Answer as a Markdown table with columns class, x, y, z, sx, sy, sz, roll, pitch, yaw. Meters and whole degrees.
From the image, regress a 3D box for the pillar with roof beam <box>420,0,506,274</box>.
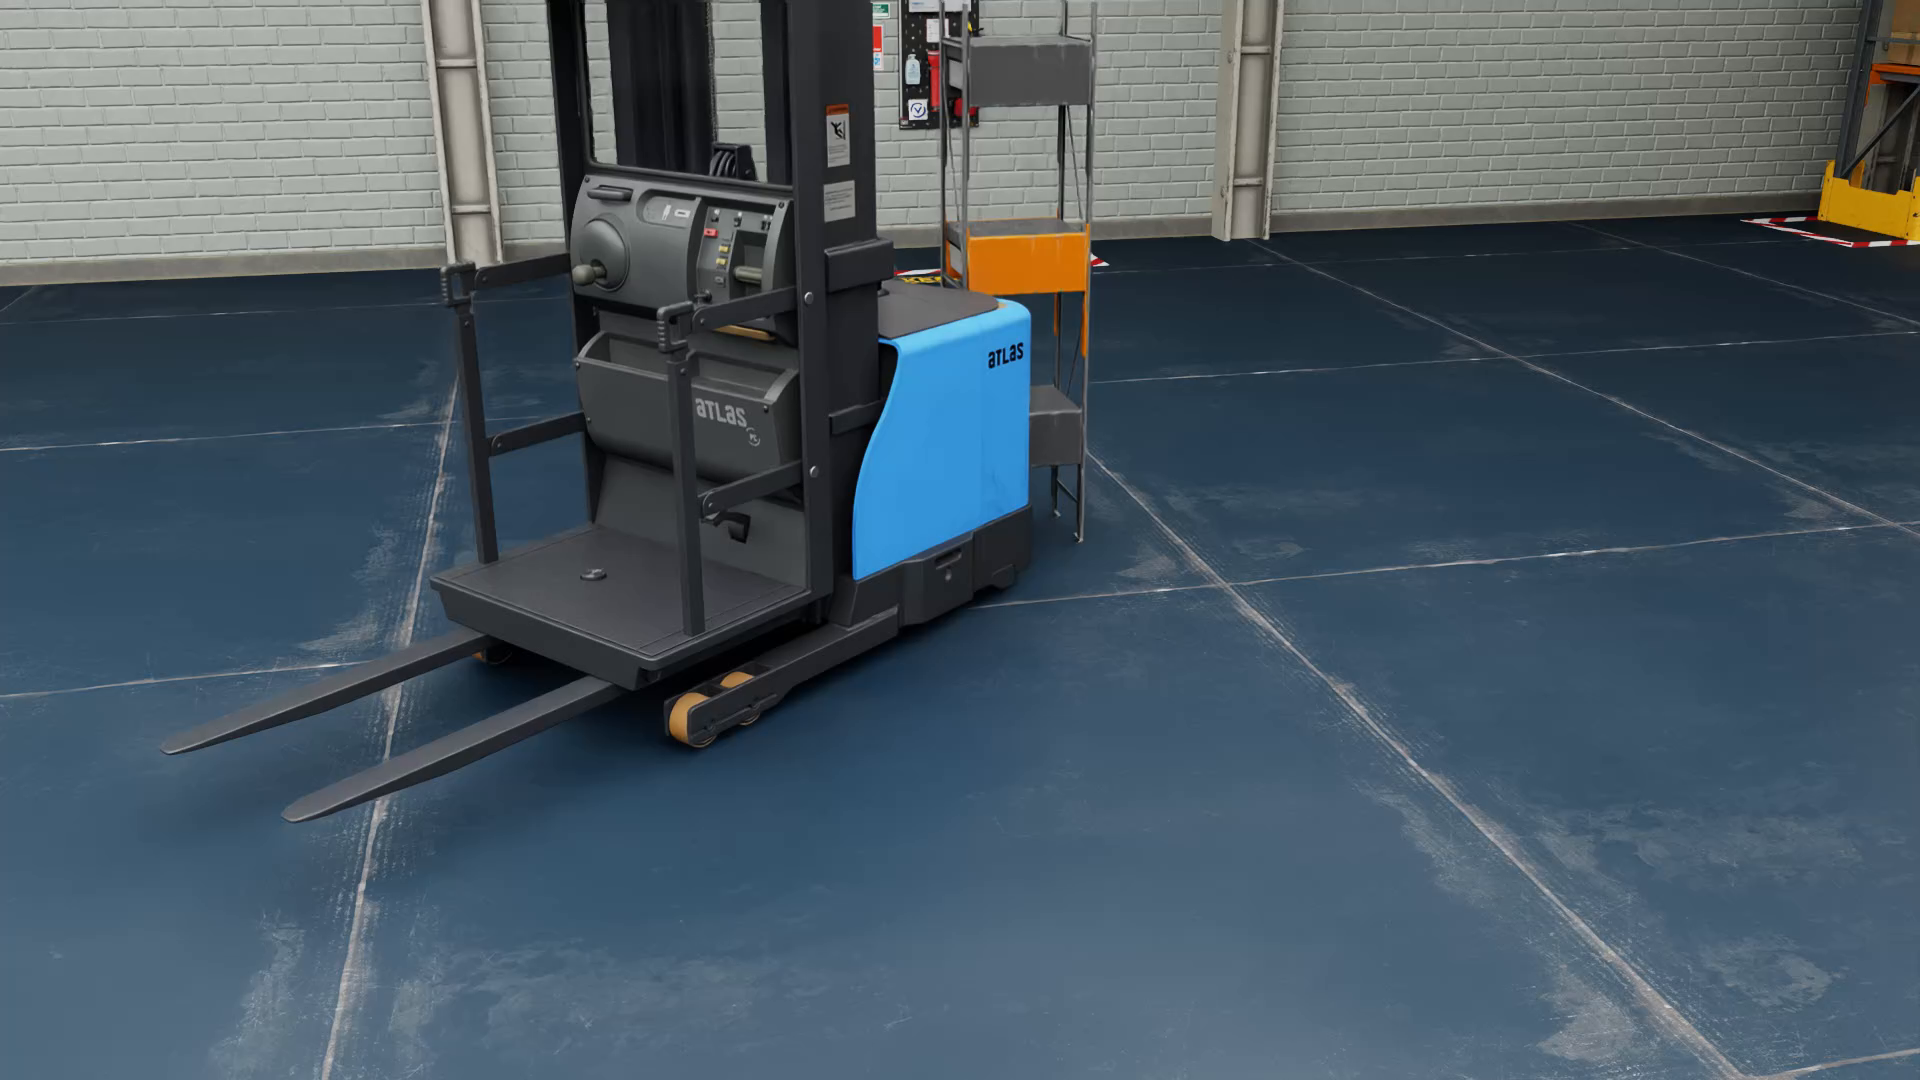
| class | x | y | z | sx | sy | sz | roll | pitch | yaw |
| --- | --- | --- | --- | --- | --- | --- | --- | --- | --- |
| pillar with roof beam | -2.567 | -4.782 | 6.787 | 0.400 | 9.000 | 9.100 | -5 | 21 | -12 |

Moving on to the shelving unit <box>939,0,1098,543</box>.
| class | x | y | z | sx | sy | sz | roll | pitch | yaw |
| --- | --- | --- | --- | --- | --- | --- | --- | --- | --- |
| shelving unit | 0.212 | -1.023 | 6.554 | 0.503 | 2.100 | 0.431 | -5 | 21 | -13 |

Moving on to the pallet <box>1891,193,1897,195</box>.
| class | x | y | z | sx | sy | sz | roll | pitch | yaw |
| --- | --- | --- | --- | --- | --- | --- | --- | --- | --- |
| pallet | 8.511 | -2.760 | 14.043 | 1.213 | 0.211 | 1.003 | -5 | 21 | -12 |

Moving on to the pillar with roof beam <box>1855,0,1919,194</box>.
| class | x | y | z | sx | sy | sz | roll | pitch | yaw |
| --- | --- | --- | --- | --- | --- | --- | --- | --- | --- |
| pillar with roof beam | 9.111 | -5.732 | 9.379 | 0.400 | 9.000 | 9.100 | -5 | 21 | -12 |

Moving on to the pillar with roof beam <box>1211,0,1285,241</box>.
| class | x | y | z | sx | sy | sz | roll | pitch | yaw |
| --- | --- | --- | --- | --- | --- | --- | --- | --- | --- |
| pillar with roof beam | 3.272 | -5.257 | 8.083 | 0.400 | 9.000 | 9.100 | -5 | 21 | -12 |

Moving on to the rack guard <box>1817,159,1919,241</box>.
| class | x | y | z | sx | sy | sz | roll | pitch | yaw |
| --- | --- | --- | --- | --- | --- | --- | --- | --- | --- |
| rack guard | 7.712 | -2.843 | 13.850 | 0.348 | 0.500 | 1.175 | -5 | 21 | -12 |

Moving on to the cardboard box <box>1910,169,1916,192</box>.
| class | x | y | z | sx | sy | sz | roll | pitch | yaw |
| --- | --- | --- | --- | --- | --- | --- | --- | --- | --- |
| cardboard box | 8.332 | -2.980 | 13.857 | 0.500 | 0.311 | 0.500 | -7 | 21 | -19 |

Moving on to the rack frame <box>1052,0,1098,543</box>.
| class | x | y | z | sx | sy | sz | roll | pitch | yaw |
| --- | --- | --- | --- | --- | --- | --- | --- | --- | --- |
| rack frame | 0.449 | -1.043 | 6.608 | 0.015 | 2.100 | 0.400 | -5 | 21 | -13 |

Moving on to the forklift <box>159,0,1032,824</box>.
| class | x | y | z | sx | sy | sz | roll | pitch | yaw |
| --- | --- | --- | --- | --- | --- | --- | --- | --- | --- |
| forklift | -1.026 | -0.933 | 5.101 | 1.130 | 2.935 | 3.031 | 15 | 25 | 35 |

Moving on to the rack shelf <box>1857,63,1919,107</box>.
| class | x | y | z | sx | sy | sz | roll | pitch | yaw |
| --- | --- | --- | --- | --- | --- | --- | --- | --- | --- |
| rack shelf | 9.585 | -3.832 | 13.959 | 4.000 | 0.370 | 1.077 | -5 | 21 | -12 |

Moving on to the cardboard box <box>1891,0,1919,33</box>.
| class | x | y | z | sx | sy | sz | roll | pitch | yaw |
| --- | --- | --- | --- | --- | --- | --- | --- | --- | --- |
| cardboard box | 8.048 | -4.411 | 13.593 | 0.500 | 0.500 | 0.500 | -5 | 21 | -13 |

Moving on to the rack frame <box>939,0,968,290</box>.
| class | x | y | z | sx | sy | sz | roll | pitch | yaw |
| --- | --- | --- | --- | --- | --- | --- | --- | --- | --- |
| rack frame | -0.025 | -1.003 | 6.500 | 0.015 | 2.100 | 0.400 | -5 | 21 | -13 |

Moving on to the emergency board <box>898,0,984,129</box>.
| class | x | y | z | sx | sy | sz | roll | pitch | yaw |
| --- | --- | --- | --- | --- | --- | --- | --- | --- | --- |
| emergency board | -0.132 | -3.698 | 12.550 | 0.643 | 1.169 | 0.194 | -5 | 21 | -12 |

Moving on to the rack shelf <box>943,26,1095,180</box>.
| class | x | y | z | sx | sy | sz | roll | pitch | yaw |
| --- | --- | --- | --- | --- | --- | --- | --- | --- | --- |
| rack shelf | 0.212 | -1.667 | 6.318 | 0.480 | 0.518 | 0.431 | -5 | 21 | -13 |

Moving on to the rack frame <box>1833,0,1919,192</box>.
| class | x | y | z | sx | sy | sz | roll | pitch | yaw |
| --- | --- | --- | --- | --- | --- | --- | --- | --- | --- |
| rack frame | 7.638 | -4.011 | 13.403 | 0.127 | 3.000 | 1.000 | -5 | 21 | -12 |

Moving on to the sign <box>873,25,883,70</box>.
| class | x | y | z | sx | sy | sz | roll | pitch | yaw |
| --- | --- | --- | --- | --- | --- | --- | --- | --- | --- |
| sign | -0.694 | -3.706 | 12.518 | 0.234 | 0.329 | 0.001 | -5 | 21 | -12 |

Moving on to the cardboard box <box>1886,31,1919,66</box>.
| class | x | y | z | sx | sy | sz | roll | pitch | yaw |
| --- | --- | --- | --- | --- | --- | --- | --- | --- | --- |
| cardboard box | 8.049 | -4.052 | 13.704 | 0.500 | 0.250 | 0.500 | -4 | 21 | -12 |

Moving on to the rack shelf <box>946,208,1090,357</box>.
| class | x | y | z | sx | sy | sz | roll | pitch | yaw |
| --- | --- | --- | --- | --- | --- | --- | --- | --- | --- |
| rack shelf | 0.212 | -1.010 | 6.558 | 0.480 | 0.518 | 0.431 | -5 | 21 | -13 |

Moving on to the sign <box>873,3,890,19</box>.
| class | x | y | z | sx | sy | sz | roll | pitch | yaw |
| --- | --- | --- | --- | --- | --- | --- | --- | --- | --- |
| sign | -0.687 | -3.952 | 12.420 | 0.331 | 0.109 | 0.001 | -5 | 21 | -12 |

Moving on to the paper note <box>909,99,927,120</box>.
| class | x | y | z | sx | sy | sz | roll | pitch | yaw |
| --- | --- | --- | --- | --- | --- | --- | --- | --- | --- |
| paper note | -0.320 | -3.294 | 12.726 | 0.142 | 0.148 | 0.016 | -5 | 21 | -12 |

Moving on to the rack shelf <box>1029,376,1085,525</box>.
| class | x | y | z | sx | sy | sz | roll | pitch | yaw |
| --- | --- | --- | --- | --- | --- | --- | --- | --- | --- |
| rack shelf | 0.212 | -0.353 | 6.799 | 0.480 | 0.518 | 0.431 | -5 | 21 | -13 |
